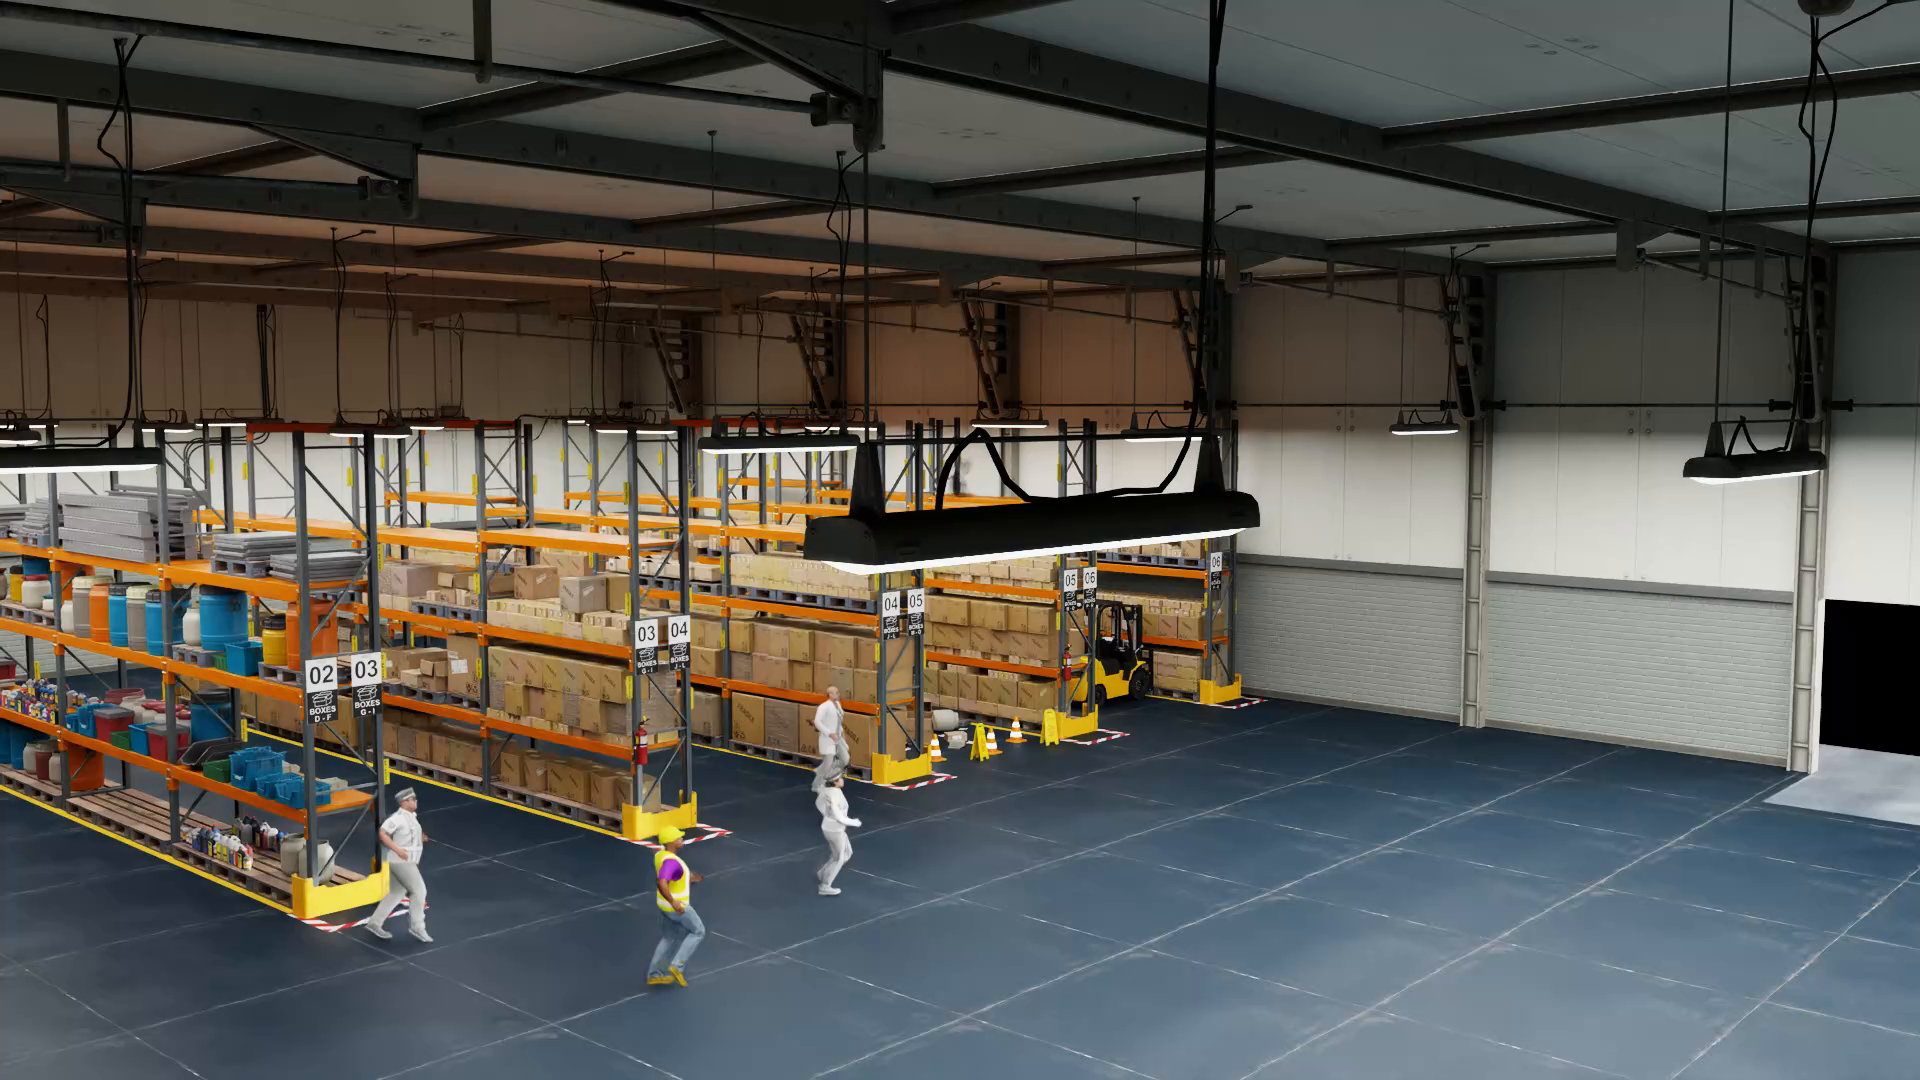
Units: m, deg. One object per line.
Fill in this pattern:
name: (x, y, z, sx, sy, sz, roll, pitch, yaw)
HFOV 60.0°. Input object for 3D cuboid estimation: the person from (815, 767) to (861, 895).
person: (-1.567, 3.740, 21.458, 0.553, 1.641, 0.659, -1, 5, -15)

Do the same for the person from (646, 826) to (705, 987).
person: (-3.074, 3.975, 18.061, 0.690, 1.762, 0.681, -3, 5, -31)

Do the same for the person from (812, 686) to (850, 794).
person: (-2.073, 3.254, 27.153, 0.575, 1.719, 0.778, 3, 6, 33)

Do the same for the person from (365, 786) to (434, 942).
person: (-6.670, 3.855, 19.773, 0.789, 1.829, 0.677, -1, 5, -15)
